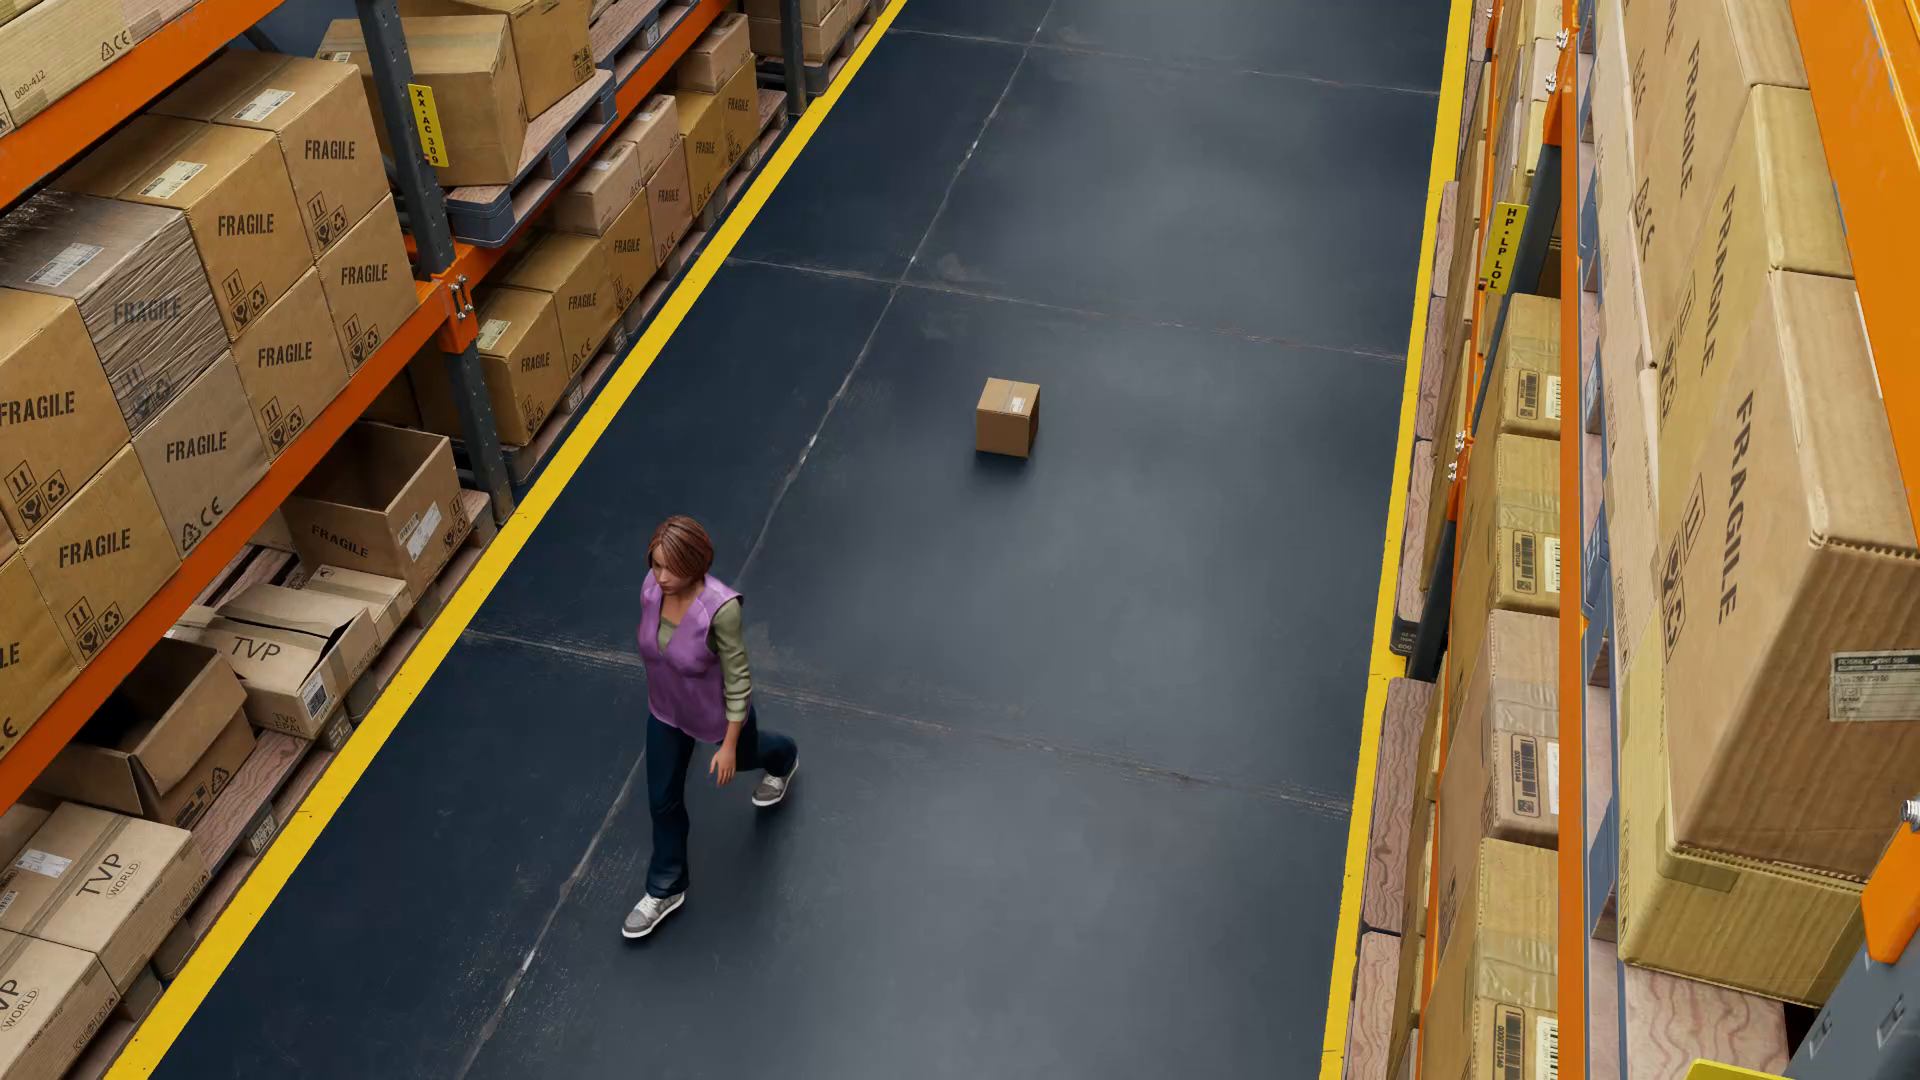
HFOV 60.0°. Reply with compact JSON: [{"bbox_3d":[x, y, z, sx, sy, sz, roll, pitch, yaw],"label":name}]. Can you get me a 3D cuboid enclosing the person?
[{"bbox_3d":[-0.858,0.562,5.524,0.436,1.542,0.942,18,45,19],"label":"person"}]
